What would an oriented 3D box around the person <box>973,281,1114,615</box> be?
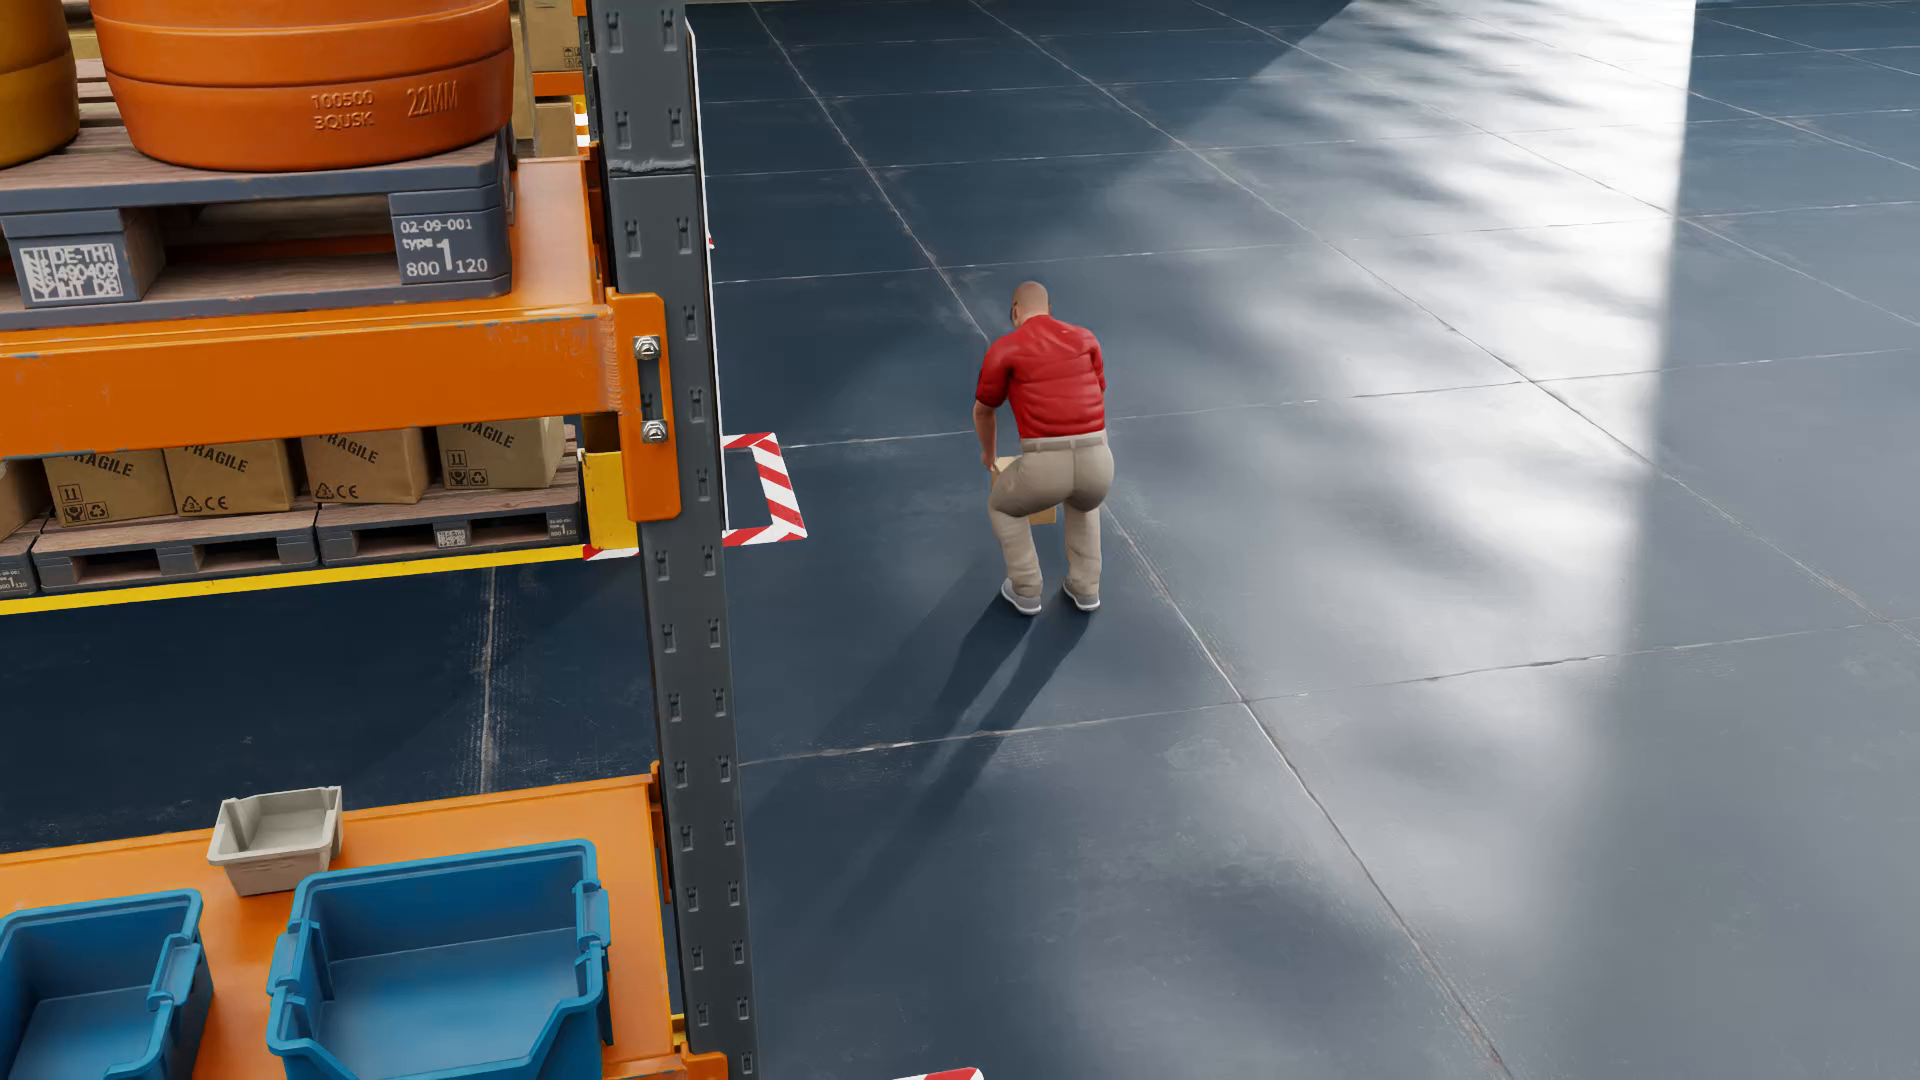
[{"bbox_3d":[0.367,-0.368,7.236,0.590,1.410,0.706,-6,27,-11],"label":"person"}]
